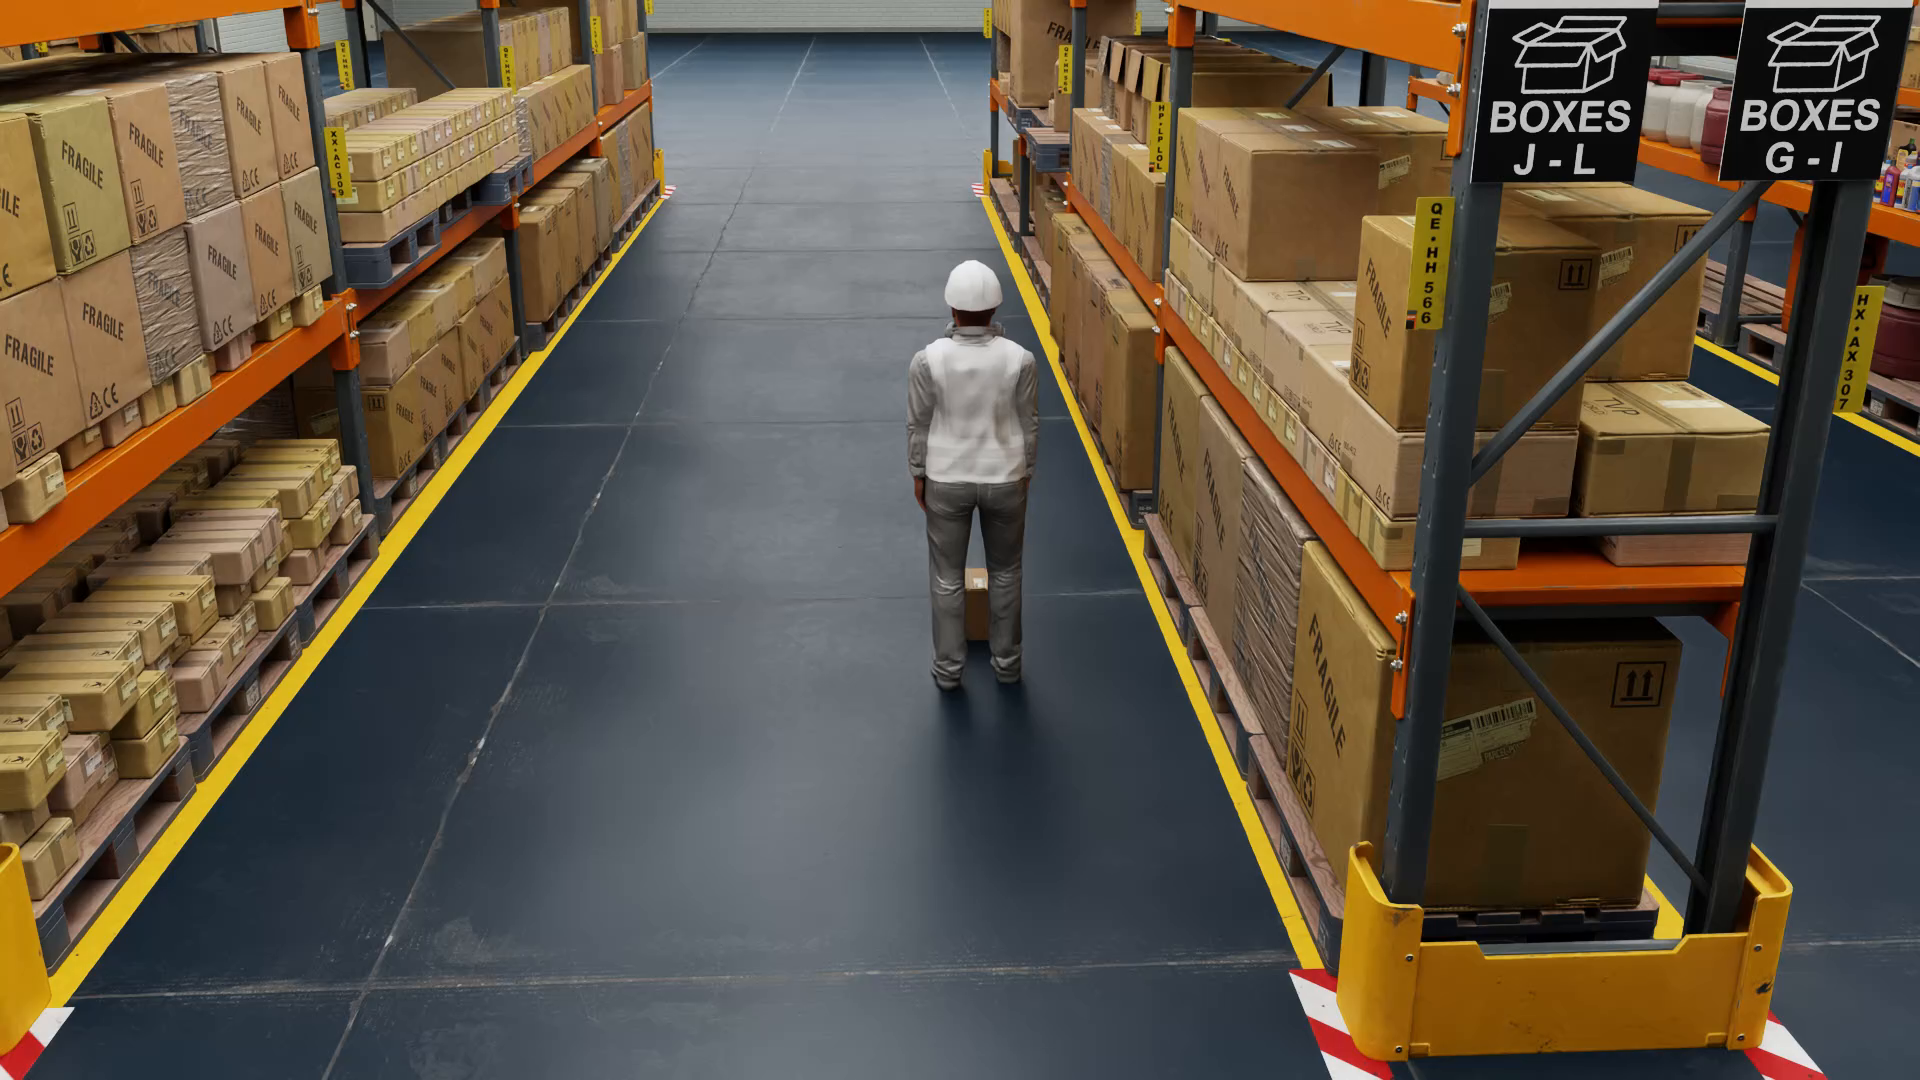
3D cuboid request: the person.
[{"bbox_3d":[0.047,-0.258,6.750,0.531,1.769,0.365,-1,20,-2],"label":"person"}]
